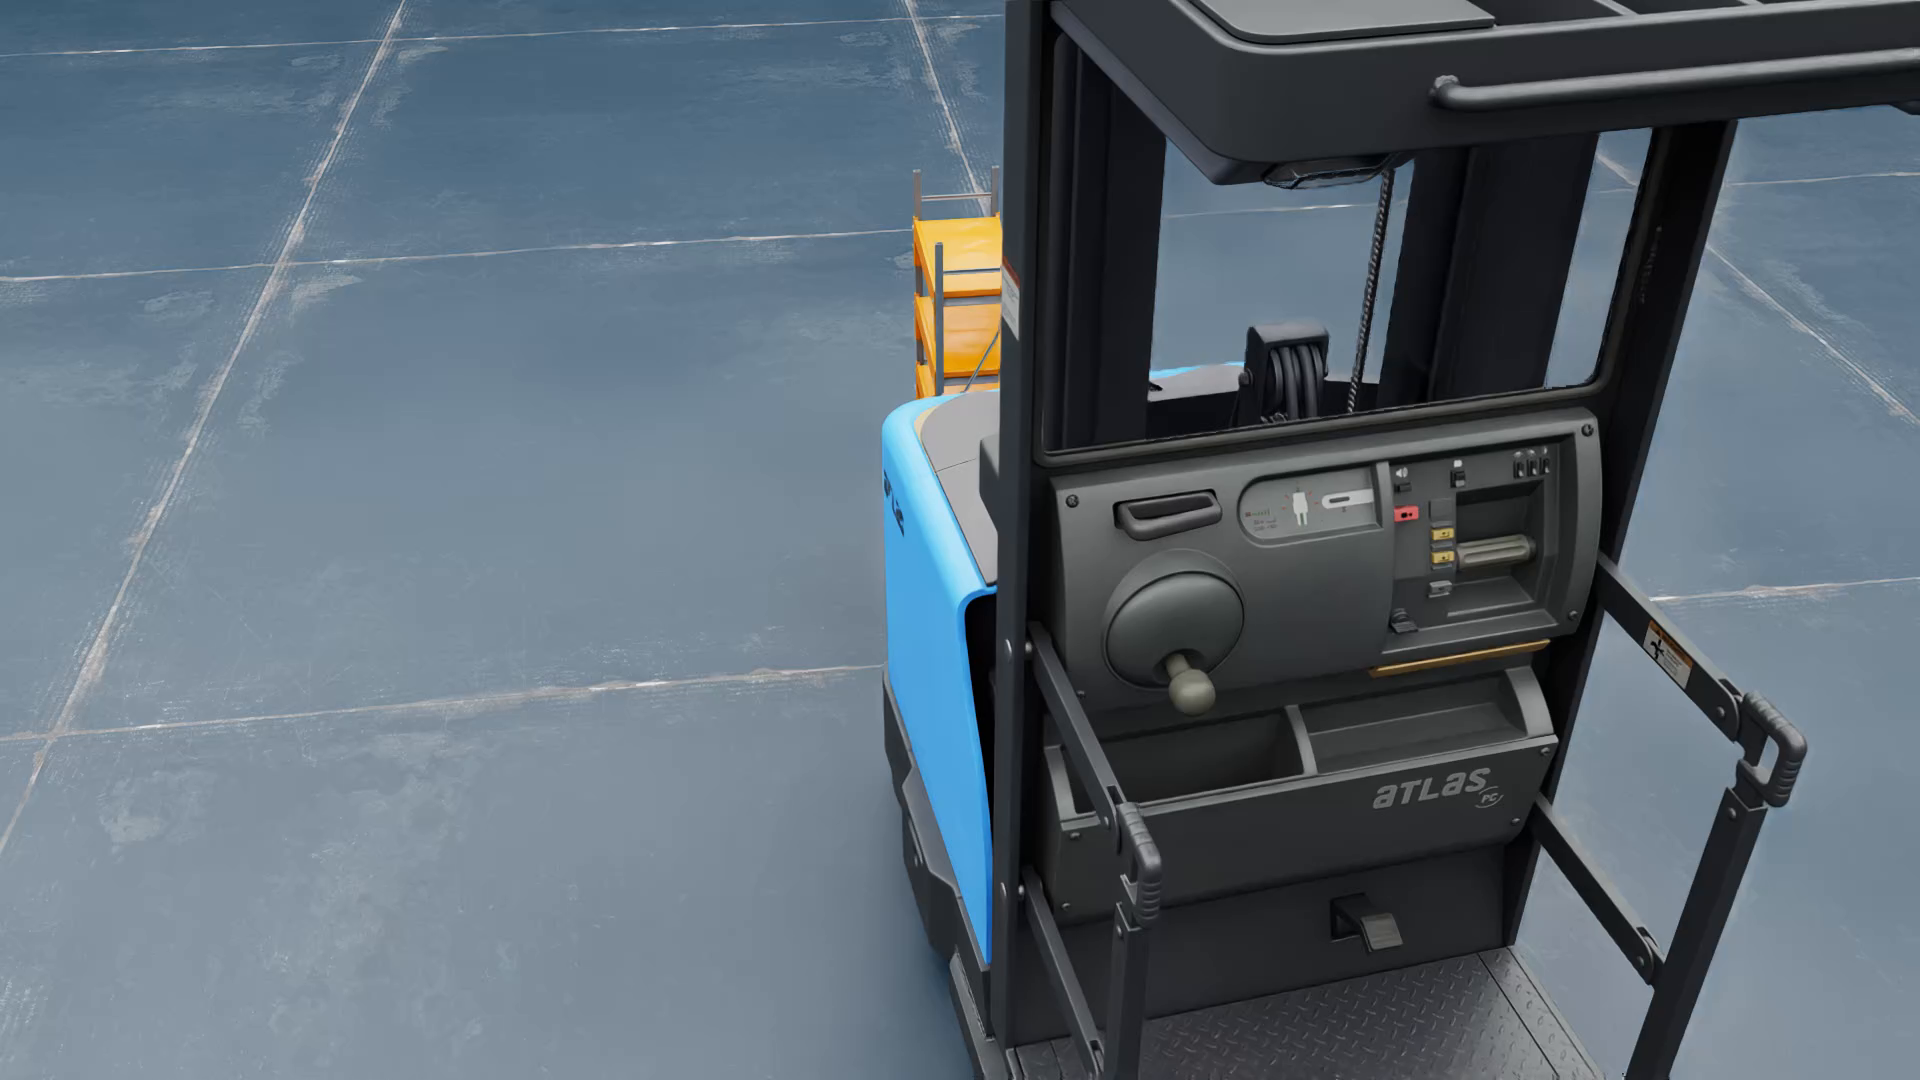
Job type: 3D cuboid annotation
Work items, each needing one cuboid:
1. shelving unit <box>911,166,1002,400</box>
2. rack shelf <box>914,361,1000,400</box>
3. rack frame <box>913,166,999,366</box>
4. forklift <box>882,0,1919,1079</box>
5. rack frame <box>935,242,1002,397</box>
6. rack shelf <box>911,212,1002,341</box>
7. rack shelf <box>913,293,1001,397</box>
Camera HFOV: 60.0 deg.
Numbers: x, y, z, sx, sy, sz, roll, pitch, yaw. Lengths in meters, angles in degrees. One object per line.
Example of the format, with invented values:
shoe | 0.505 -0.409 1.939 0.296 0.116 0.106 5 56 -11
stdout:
shelving unit | 0.022 -0.403 4.777 0.258 1.200 0.503 -4 35 -6
rack shelf | 0.022 -0.348 4.814 0.258 0.148 0.480 -4 35 -6
rack frame | -0.011 -0.540 4.976 0.240 1.200 0.015 -4 35 -6
forklift | 0.659 0.097 2.505 1.130 2.935 3.031 -8 35 -12
rack frame | 0.055 -0.267 4.577 0.240 1.200 0.015 -4 35 -6
rack shelf | 0.022 -0.728 4.555 0.258 0.148 0.480 -4 35 -6
rack shelf | 0.022 -0.533 4.688 0.258 0.148 0.480 -4 35 -6
